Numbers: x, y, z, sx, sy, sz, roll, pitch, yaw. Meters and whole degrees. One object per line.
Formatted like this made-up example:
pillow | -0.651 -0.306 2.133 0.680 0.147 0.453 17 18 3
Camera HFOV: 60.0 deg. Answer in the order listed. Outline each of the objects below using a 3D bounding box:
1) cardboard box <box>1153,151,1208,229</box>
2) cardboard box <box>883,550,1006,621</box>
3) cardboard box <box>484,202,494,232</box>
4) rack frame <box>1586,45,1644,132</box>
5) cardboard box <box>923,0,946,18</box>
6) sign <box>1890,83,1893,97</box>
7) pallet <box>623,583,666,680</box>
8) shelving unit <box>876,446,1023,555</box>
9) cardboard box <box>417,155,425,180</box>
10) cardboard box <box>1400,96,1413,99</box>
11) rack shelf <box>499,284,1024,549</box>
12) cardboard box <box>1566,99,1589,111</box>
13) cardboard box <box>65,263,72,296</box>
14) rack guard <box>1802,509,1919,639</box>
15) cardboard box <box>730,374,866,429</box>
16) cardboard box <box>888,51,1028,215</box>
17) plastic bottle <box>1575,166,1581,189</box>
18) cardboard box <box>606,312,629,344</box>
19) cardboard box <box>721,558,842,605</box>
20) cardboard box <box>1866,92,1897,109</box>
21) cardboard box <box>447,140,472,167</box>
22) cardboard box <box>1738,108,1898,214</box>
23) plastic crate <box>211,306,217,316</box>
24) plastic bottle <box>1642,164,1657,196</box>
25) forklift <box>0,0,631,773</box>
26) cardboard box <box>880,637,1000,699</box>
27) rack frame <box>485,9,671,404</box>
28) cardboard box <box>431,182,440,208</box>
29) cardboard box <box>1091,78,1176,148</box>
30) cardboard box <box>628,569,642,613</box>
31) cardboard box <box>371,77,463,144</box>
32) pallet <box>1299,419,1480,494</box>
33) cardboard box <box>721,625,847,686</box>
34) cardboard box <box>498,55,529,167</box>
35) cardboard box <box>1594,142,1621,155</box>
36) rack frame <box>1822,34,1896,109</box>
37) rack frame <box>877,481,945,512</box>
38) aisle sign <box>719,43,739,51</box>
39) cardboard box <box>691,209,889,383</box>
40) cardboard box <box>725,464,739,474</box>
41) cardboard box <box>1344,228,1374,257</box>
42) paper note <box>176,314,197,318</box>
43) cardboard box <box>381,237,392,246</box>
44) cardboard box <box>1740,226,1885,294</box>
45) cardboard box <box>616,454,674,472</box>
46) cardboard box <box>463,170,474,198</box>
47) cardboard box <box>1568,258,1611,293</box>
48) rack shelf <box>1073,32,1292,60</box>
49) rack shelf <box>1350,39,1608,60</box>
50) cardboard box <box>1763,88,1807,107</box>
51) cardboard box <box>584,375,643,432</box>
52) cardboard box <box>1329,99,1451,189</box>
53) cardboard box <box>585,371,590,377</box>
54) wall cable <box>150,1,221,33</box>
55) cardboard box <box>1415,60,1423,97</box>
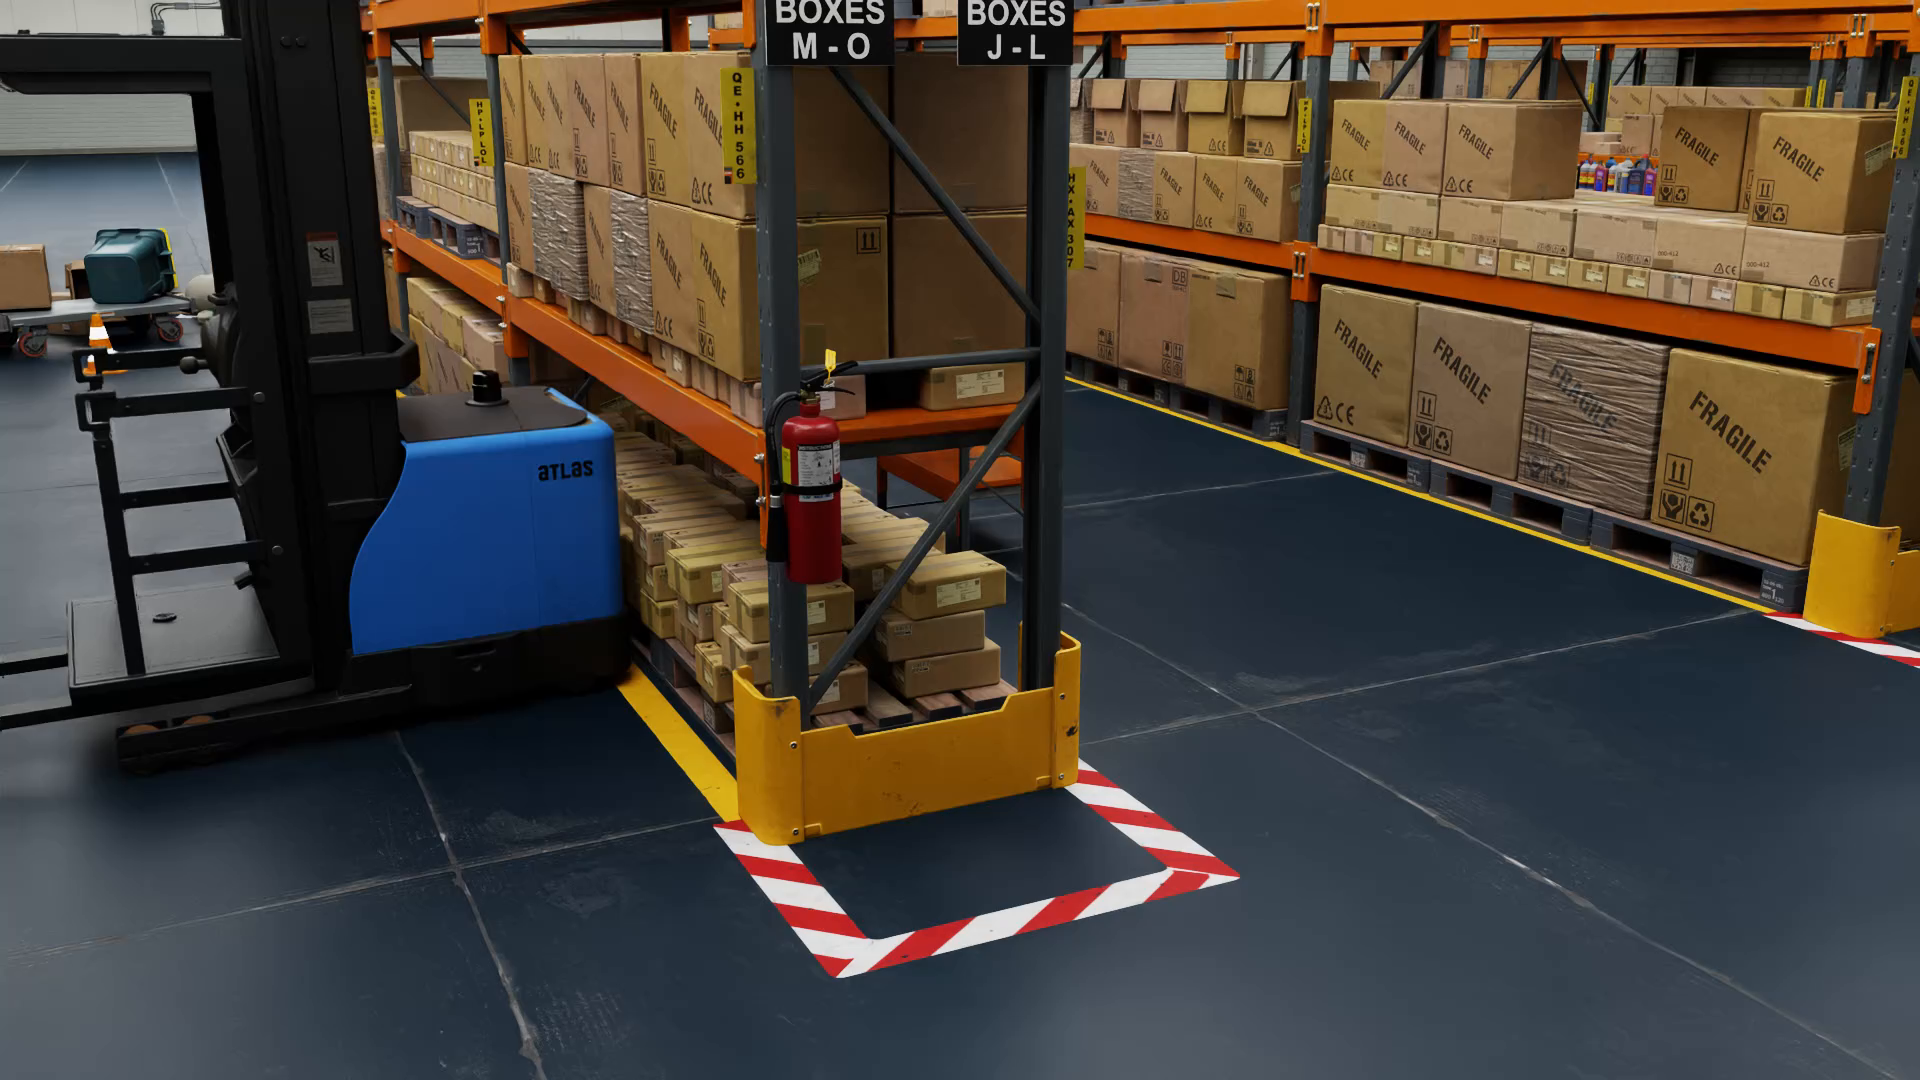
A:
cardboard box | 1.723 -2.498 11.837 0.500 0.500 0.500 -8 18 -26
cardboard box | -0.056 0.163 6.074 0.380 0.149 0.250 -9 18 -27
cardboard box | -2.458 -1.823 9.358 0.380 0.149 0.250 -8 18 -25
rack frame | 10.720 -6.886 27.309 1.000 3.000 0.127 -8 18 -25
cardboard box | -0.009 -4.811 14.911 0.500 0.250 0.500 -7 17 -23
sign | 10.257 -4.889 18.395 0.100 0.325 0.005 -8 18 -25
pallet | -1.020 0.265 7.445 1.003 0.211 1.213 -8 18 -25
shelving unit | 0.003 -0.539 8.590 0.538 1.125 1.048 -8 18 -25
cardboard box | -3.485 -2.545 11.337 0.380 0.149 0.250 -7 17 -22
cardboard box | 6.581 -6.333 24.024 0.380 0.149 0.250 -8 18 -26
rack shelf | -1.008 -0.699 7.052 1.077 0.370 4.000 -8 18 -25
cardboard box | 8.077 -5.745 21.974 0.380 0.149 0.250 -8 18 -25
cardboard box | -8.501 -2.563 16.771 0.637 0.503 0.797 7 17 23
rack guard | 4.382 0.084 7.550 1.175 0.500 0.348 -8 18 -25
cardboard box | -0.529 -0.475 5.422 0.380 0.149 0.250 -8 18 -25
cardboard box | -0.090 -1.364 5.532 0.500 0.500 0.500 -8 18 -25
plastic bottle | 5.539 -3.292 14.996 0.061 0.283 0.133 -8 18 -25
cardboard box | -1.274 -0.929 7.004 0.380 0.149 0.250 -7 17 -23
cardboard box | -0.650 0.164 6.070 0.380 0.149 0.250 -7 18 -24
cardboard box | 12.903 -5.884 22.838 0.700 0.500 0.500 -6 17 -19
cardboard box | -2.925 -2.373 10.199 0.380 0.149 0.250 -8 18 -26
cardboard box | 4.185 -1.830 8.063 0.500 0.500 0.500 -8 18 -26
plastic crate | -6.643 -2.085 15.572 0.450 0.188 0.662 11 16 1
plastic bottle | 5.924 -3.074 14.237 0.061 0.283 0.133 -8 18 -25
forklift | -2.876 -0.751 6.053 3.031 2.935 1.130 -8 18 -26
cardboard box | -0.074 0.451 6.148 0.380 0.149 0.250 -7 18 -24
rack frame | -1.884 -1.541 8.681 1.000 3.000 0.127 -8 18 -25
cardboard box | -3.266 -2.278 10.945 0.380 0.149 0.250 -7 17 -22
cardboard box | 1.455 -3.292 12.784 0.797 0.503 0.637 -7 18 -24
cardboard box | -1.182 0.201 7.018 0.380 0.149 0.250 -7 18 -24
cardboard box | -4.274 -3.426 13.257 0.700 0.500 0.500 -8 18 -26
pallet | 2.882 -0.577 10.377 1.003 0.211 1.213 -8 18 -25
cardboard box | -0.620 0.380 5.855 0.380 0.149 0.250 -8 18 -26
cardboard box | -1.905 -2.071 7.996 0.500 0.500 0.500 -7 18 -24
cardboard box | 8.225 -4.930 20.946 0.380 0.149 0.250 -8 18 -25
rack frame | 9.773 -4.303 18.307 1.000 3.000 0.127 -8 18 -25
rack frame | -0.220 -0.665 9.029 0.500 1.125 0.032 -8 18 -25
aisle sign | -2.935 -6.319 20.620 0.394 0.787 0.004 -8 18 -25
cardboard box | -0.560 -0.820 5.450 0.500 0.500 0.500 -7 18 -24
cardboard box | -0.857 -0.287 7.641 0.380 0.149 0.250 -8 18 -27
cardboard box | 2.564 -1.815 10.095 0.380 0.149 0.250 -8 18 -27
paper note | -7.629 -2.209 16.407 0.172 0.023 0.155 -2 16 -6
cardboard box | -4.617 -2.262 14.512 1.050 0.750 0.750 -8 18 -25
cardboard box | 3.920 -1.282 7.513 0.500 0.250 0.500 -8 18 -26
cardboard box | -1.524 -0.281 7.619 0.380 0.149 0.250 -7 18 -24
cardboard box | -2.695 -2.098 9.780 0.380 0.149 0.250 -9 18 -28
cardboard box | 3.356 -1.368 8.536 0.380 0.149 0.250 -8 18 -25
rack shelf | 2.690 -6.289 21.094 1.077 0.370 4.000 -8 18 -25
rack shelf | 7.145 -6.887 23.177 1.077 0.370 4.000 -8 18 -25
cardboard box | 11.987 -6.272 24.045 0.500 0.500 0.500 -8 18 -25
cardboard box | -1.969 -0.756 9.718 0.500 0.500 0.500 -7 17 -23
cardboard box | 2.599 -2.397 10.037 0.500 0.500 0.500 -8 18 -25
cardboard box | -1.970 -1.117 9.614 0.500 0.250 0.500 -9 18 -27
wall cable | -21.216 -17.001 45.515 2.305 6.003 0.169 -8 18 -25
cardboard box | 6.941 -6.573 23.685 0.700 0.500 0.500 -8 18 -25
